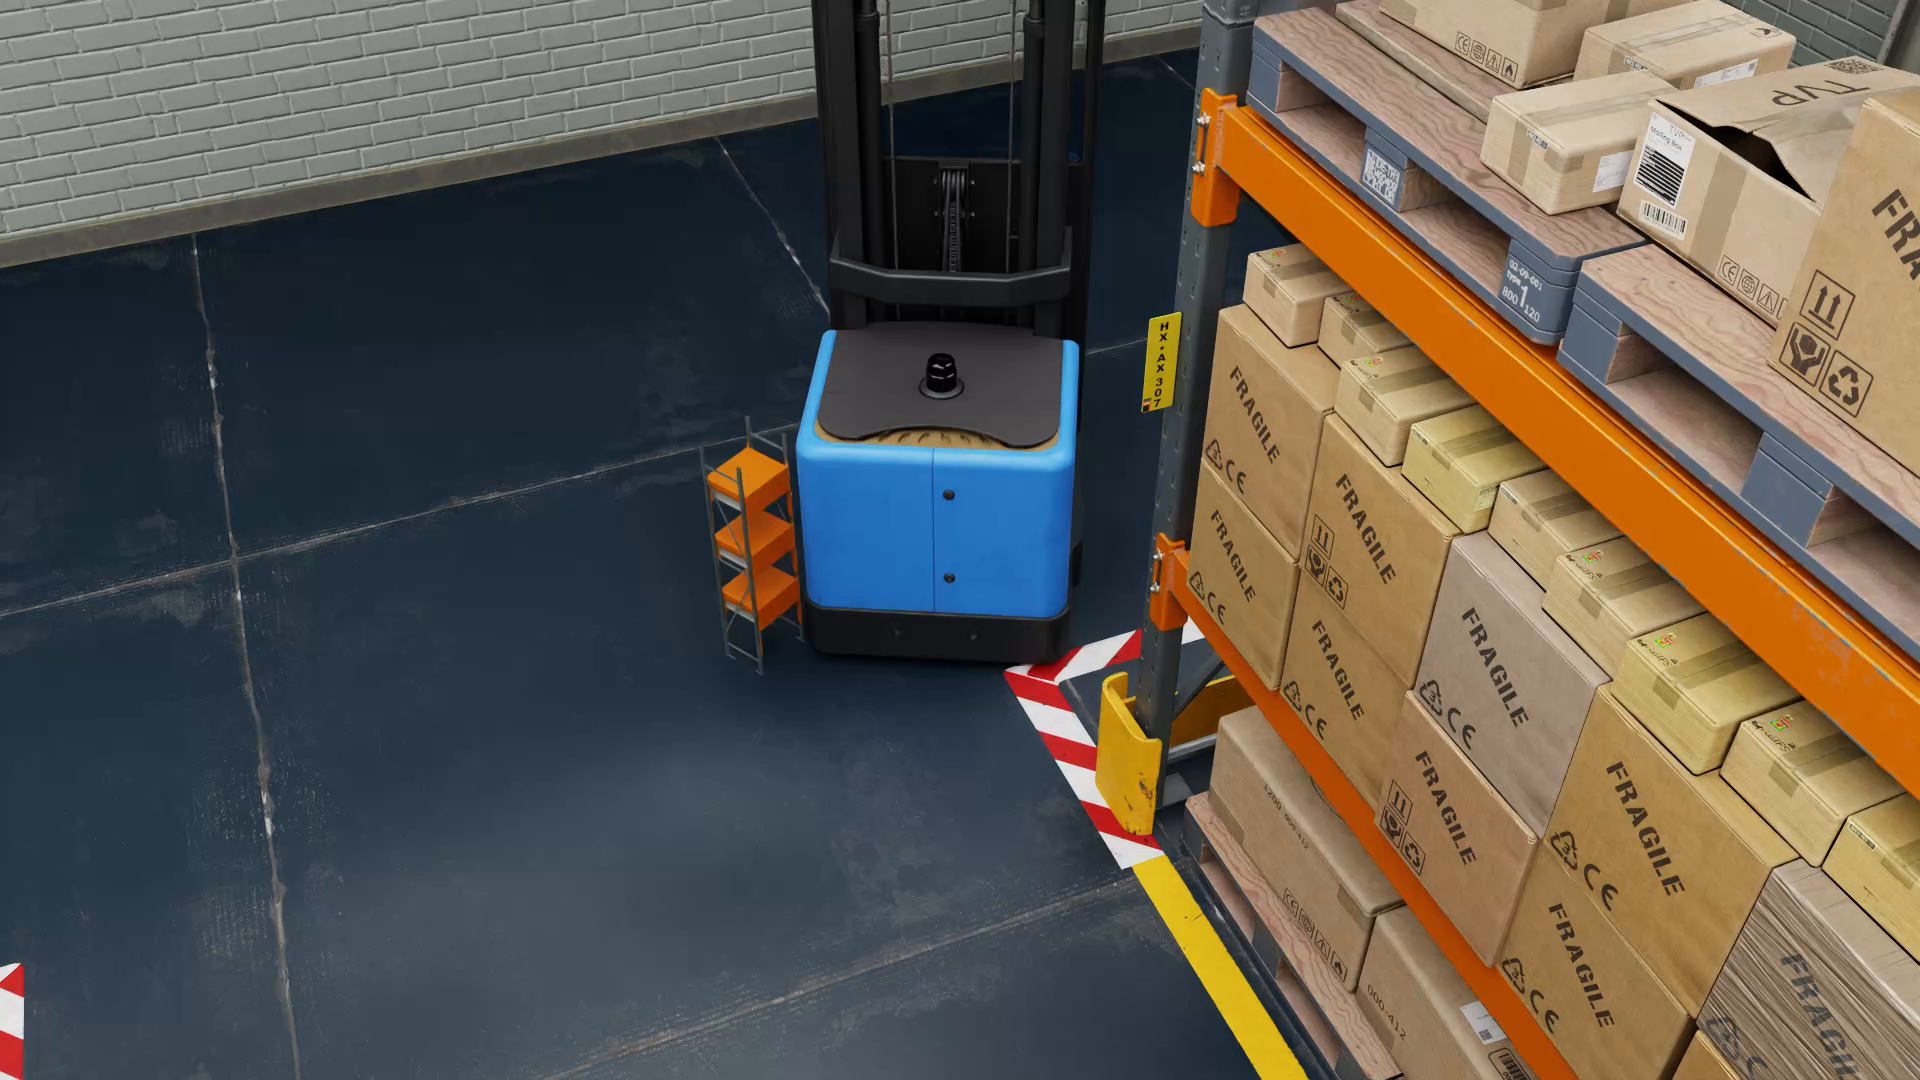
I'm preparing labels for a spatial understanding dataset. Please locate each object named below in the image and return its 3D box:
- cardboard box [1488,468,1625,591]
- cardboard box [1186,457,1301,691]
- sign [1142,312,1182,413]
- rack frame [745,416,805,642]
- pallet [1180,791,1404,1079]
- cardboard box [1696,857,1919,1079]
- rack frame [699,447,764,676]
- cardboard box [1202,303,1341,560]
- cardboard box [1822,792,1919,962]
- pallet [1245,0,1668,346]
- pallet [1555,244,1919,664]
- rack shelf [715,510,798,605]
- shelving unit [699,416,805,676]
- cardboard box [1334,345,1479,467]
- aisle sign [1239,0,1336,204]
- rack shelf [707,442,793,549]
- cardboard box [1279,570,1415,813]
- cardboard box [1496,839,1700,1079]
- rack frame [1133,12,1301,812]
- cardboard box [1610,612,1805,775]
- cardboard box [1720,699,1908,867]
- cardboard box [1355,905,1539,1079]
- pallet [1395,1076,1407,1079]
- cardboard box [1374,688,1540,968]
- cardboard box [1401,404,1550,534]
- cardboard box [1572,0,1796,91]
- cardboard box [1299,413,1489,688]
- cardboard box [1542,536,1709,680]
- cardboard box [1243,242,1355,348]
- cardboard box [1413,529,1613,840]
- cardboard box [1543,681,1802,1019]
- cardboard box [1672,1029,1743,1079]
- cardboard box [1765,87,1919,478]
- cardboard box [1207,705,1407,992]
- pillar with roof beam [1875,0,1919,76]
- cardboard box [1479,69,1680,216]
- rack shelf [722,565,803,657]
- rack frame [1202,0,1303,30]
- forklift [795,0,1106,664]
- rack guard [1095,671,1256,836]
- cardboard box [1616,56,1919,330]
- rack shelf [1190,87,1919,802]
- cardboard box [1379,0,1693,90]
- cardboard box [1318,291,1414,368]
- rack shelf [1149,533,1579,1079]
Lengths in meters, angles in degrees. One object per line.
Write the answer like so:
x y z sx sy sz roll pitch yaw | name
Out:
1.405 -0.044 3.660 0.380 0.149 0.250 -15 43 -16 | cardboard box
1.017 0.034 4.833 0.500 0.500 0.500 -15 43 -17 | cardboard box
0.583 -0.512 4.820 0.100 0.325 0.005 -15 43 -17 | sign
-0.715 -0.024 6.471 0.200 1.050 0.008 26 47 27 | rack frame
1.477 1.231 5.657 1.003 0.211 1.213 -15 43 -17 | pallet
1.803 0.876 3.087 0.500 0.500 0.500 -15 43 -16 | cardboard box
-0.863 0.103 6.324 0.200 1.050 0.008 26 47 27 | rack frame
1.019 -0.346 4.508 0.500 0.500 0.500 -16 43 -18 | cardboard box
1.786 0.566 2.950 0.380 0.149 0.250 -16 43 -18 | cardboard box
1.392 -0.948 3.819 1.003 0.211 1.213 -15 43 -17 | pallet
1.862 -0.212 2.964 1.003 0.211 1.213 -15 43 -17 | pallet
-0.789 0.048 6.405 0.215 0.259 0.240 26 47 27 | rack shelf
-0.789 0.040 6.398 0.215 1.050 0.252 26 47 27 | shelving unit
1.138 -0.344 4.008 0.380 0.149 0.250 -14 43 -16 | cardboard box
0.803 -1.245 4.404 0.394 0.787 0.004 -15 43 -17 | aisle sign
-0.790 -0.167 6.220 0.215 0.259 0.240 26 47 27 | rack shelf
1.236 0.332 4.487 0.500 0.500 0.500 -16 43 -17 | cardboard box
1.621 0.940 3.779 0.500 0.500 0.500 -14 43 -15 | cardboard box
1.098 -0.289 5.285 1.000 3.000 0.127 -15 43 -17 | rack frame
1.533 0.276 3.288 0.380 0.149 0.250 -16 43 -18 | cardboard box
1.678 0.422 3.118 0.380 0.149 0.250 -15 43 -17 | cardboard box
1.801 1.445 4.912 0.875 0.438 0.875 -14 43 -16 | cardboard box
1.939 1.964 4.804 1.003 0.211 1.213 -15 43 -17 | pallet
1.414 0.643 4.125 0.500 0.500 0.500 -15 43 -17 | cardboard box
1.255 -0.190 3.829 0.380 0.149 0.250 -16 43 -18 | cardboard box
1.588 -1.047 3.660 0.380 0.149 0.250 -18 44 -20 | cardboard box
1.223 -0.036 4.148 0.500 0.500 0.500 -16 43 -18 | cardboard box
1.461 0.116 3.473 0.380 0.149 0.250 -15 43 -16 | cardboard box
0.978 -0.669 4.386 0.380 0.149 0.250 -14 43 -16 | cardboard box
1.427 0.272 3.790 0.500 0.500 0.500 -15 43 -17 | cardboard box
1.619 0.572 3.440 0.500 0.500 0.500 -15 43 -17 | cardboard box
1.807 1.259 3.408 0.500 0.500 0.500 -16 43 -17 | cardboard box
1.731 -0.409 2.649 0.500 0.500 0.500 -14 43 -16 | cardboard box
1.443 0.896 5.550 0.875 0.438 0.875 -17 43 -18 | cardboard box
1.507 -4.579 5.673 9.100 9.000 0.400 -15 43 -17 | pillar with roof beam
1.302 -0.815 3.391 0.380 0.149 0.250 -14 43 -15 | cardboard box
-0.788 0.259 6.586 0.215 0.259 0.240 26 47 27 | rack shelf
1.098 -2.563 3.329 1.000 3.000 0.127 -15 43 -17 | rack frame
0.014 -1.571 6.828 1.130 2.935 3.031 3 41 3 | forklift
1.089 0.645 6.117 1.175 0.500 0.348 -15 43 -17 | rack guard
1.625 -0.675 3.104 0.500 0.311 0.500 -14 43 -16 | cardboard box
1.864 0.051 3.141 1.077 0.370 4.000 -15 43 -17 | rack shelf
1.354 -1.318 3.897 0.500 0.250 0.500 -19 44 -21 | cardboard box
1.144 -0.529 4.223 0.380 0.149 0.250 -14 43 -16 | cardboard box
1.864 1.189 4.119 1.077 0.370 4.000 -15 43 -17 | rack shelf
